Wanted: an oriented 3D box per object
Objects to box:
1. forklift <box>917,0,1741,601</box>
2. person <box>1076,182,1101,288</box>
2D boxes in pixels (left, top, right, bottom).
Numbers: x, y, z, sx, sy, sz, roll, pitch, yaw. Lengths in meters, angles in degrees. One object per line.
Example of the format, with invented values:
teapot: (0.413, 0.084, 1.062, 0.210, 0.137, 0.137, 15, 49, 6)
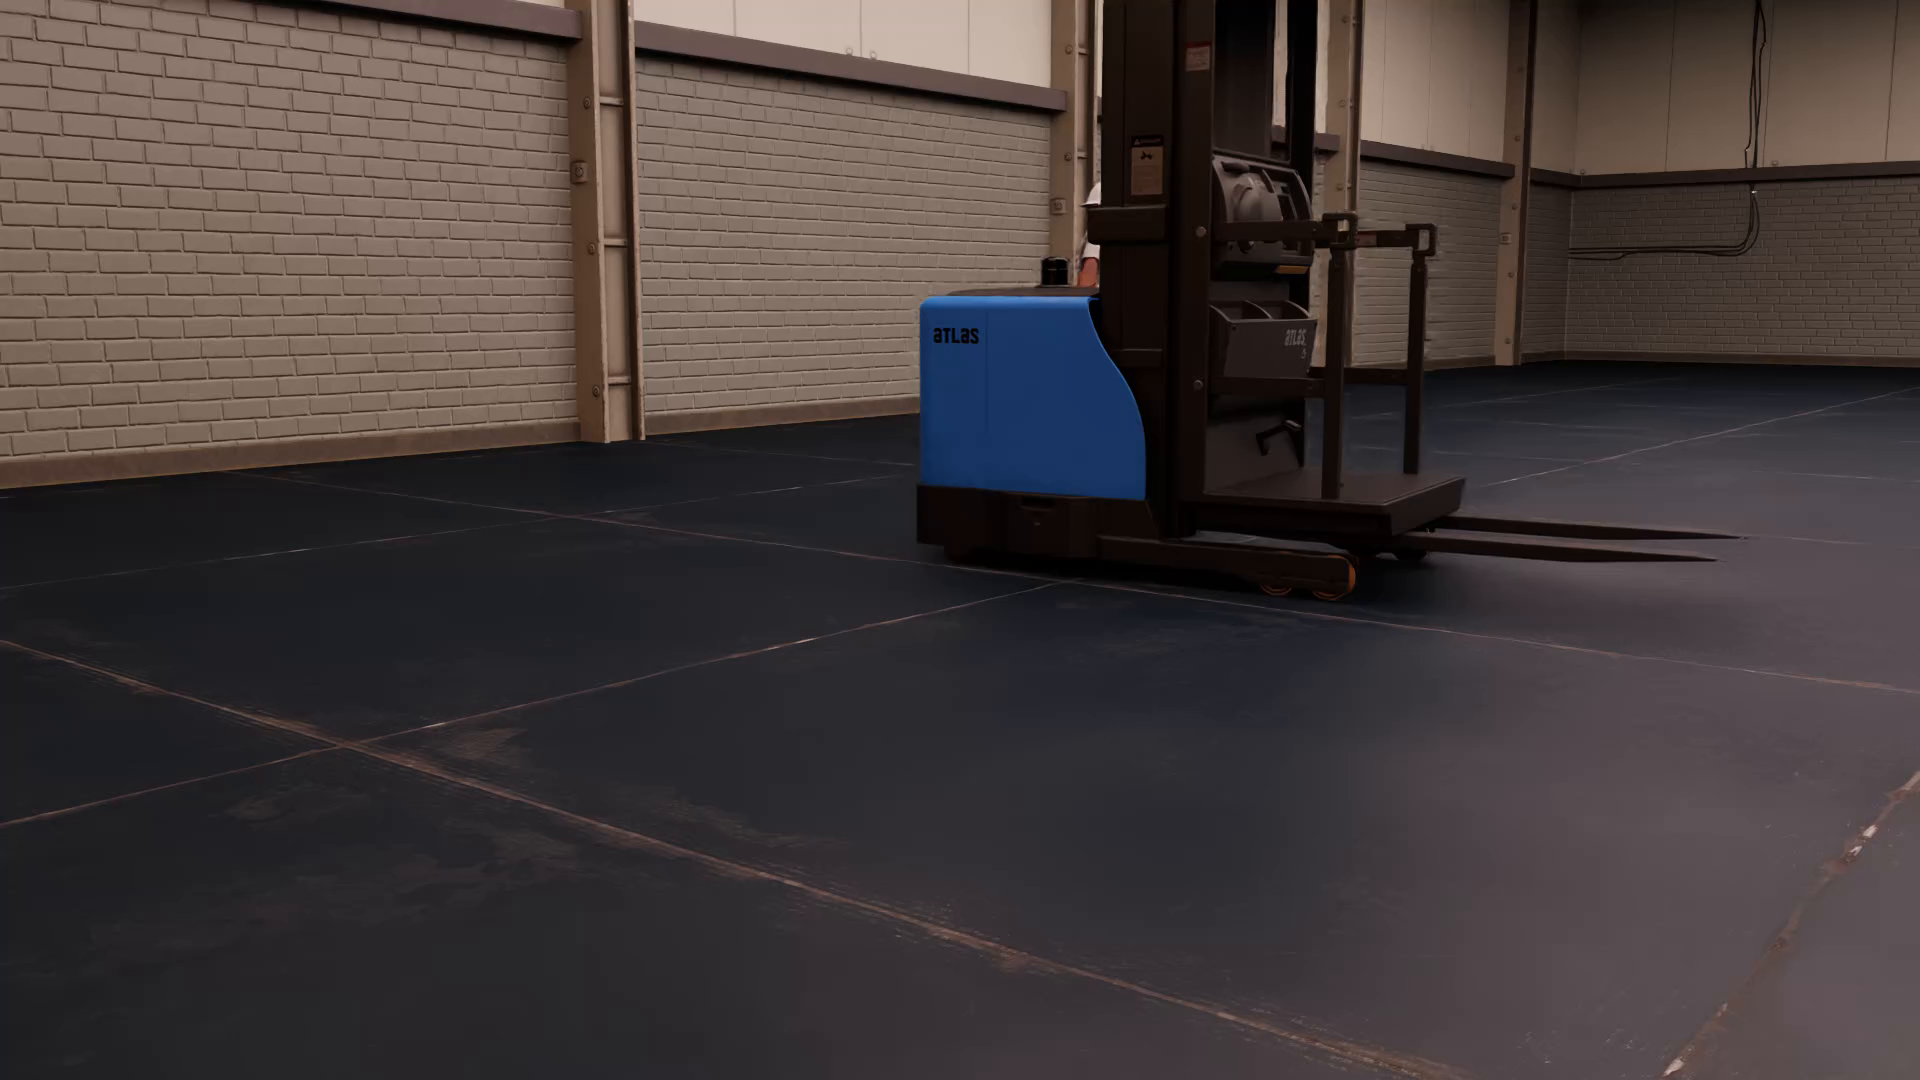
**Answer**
forklift: (1.348, -1.321, 6.308, 3.031, 2.935, 1.130, 5, 10, 31)
person: (0.836, -1.123, 9.330, 0.689, 1.759, 0.797, -3, 9, -18)
